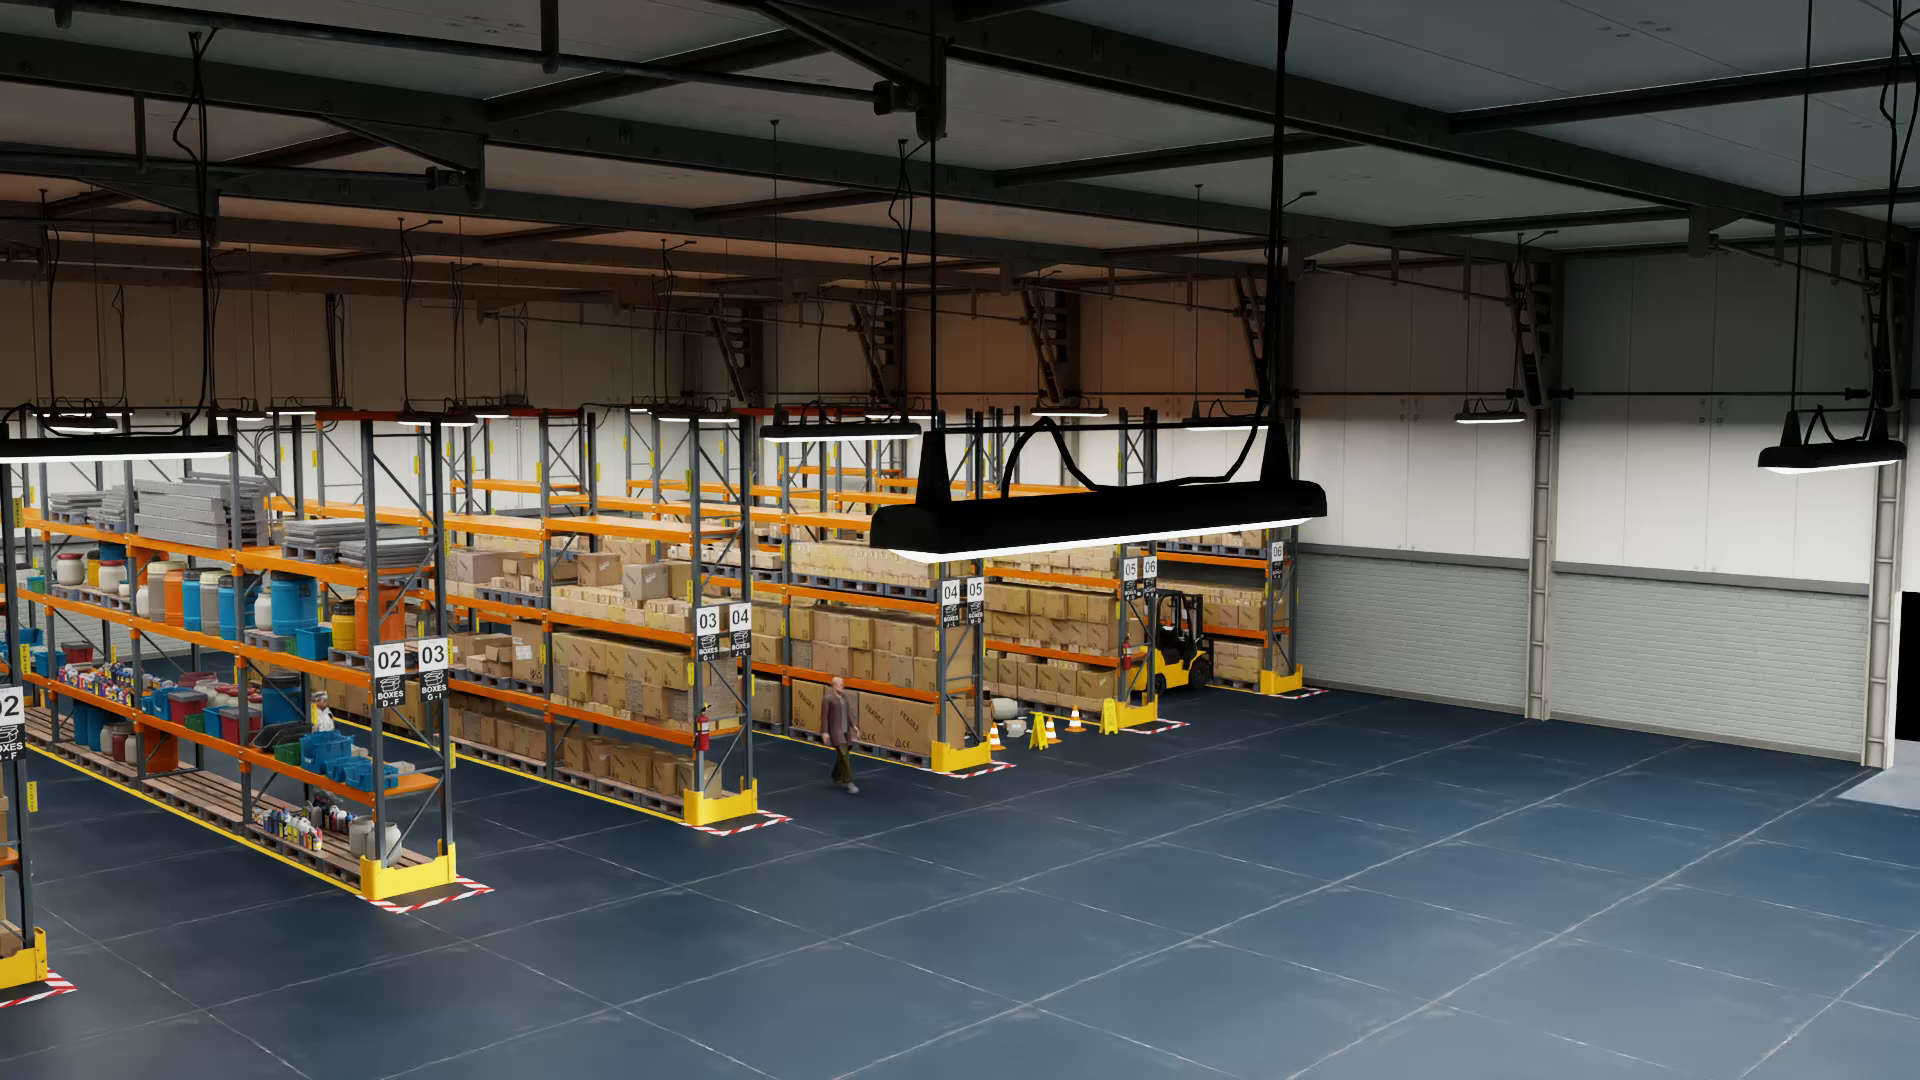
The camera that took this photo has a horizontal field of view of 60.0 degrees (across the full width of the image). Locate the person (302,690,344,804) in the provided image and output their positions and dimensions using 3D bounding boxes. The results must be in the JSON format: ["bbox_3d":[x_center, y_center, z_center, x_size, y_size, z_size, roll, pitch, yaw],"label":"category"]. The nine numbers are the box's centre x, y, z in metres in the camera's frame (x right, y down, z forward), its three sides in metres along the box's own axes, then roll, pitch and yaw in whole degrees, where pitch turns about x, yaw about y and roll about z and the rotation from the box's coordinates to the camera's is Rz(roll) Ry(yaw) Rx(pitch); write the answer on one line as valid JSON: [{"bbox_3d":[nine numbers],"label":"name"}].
[{"bbox_3d":[-9.894,3.167,25.781,1.116,1.691,0.617,3,6,28],"label":"person"}]

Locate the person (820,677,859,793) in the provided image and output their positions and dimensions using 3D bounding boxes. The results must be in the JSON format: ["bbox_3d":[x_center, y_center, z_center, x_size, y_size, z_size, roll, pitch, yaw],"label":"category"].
[{"bbox_3d":[-1.844,3.105,26.620,0.792,1.792,0.618,4,6,37],"label":"person"}]
